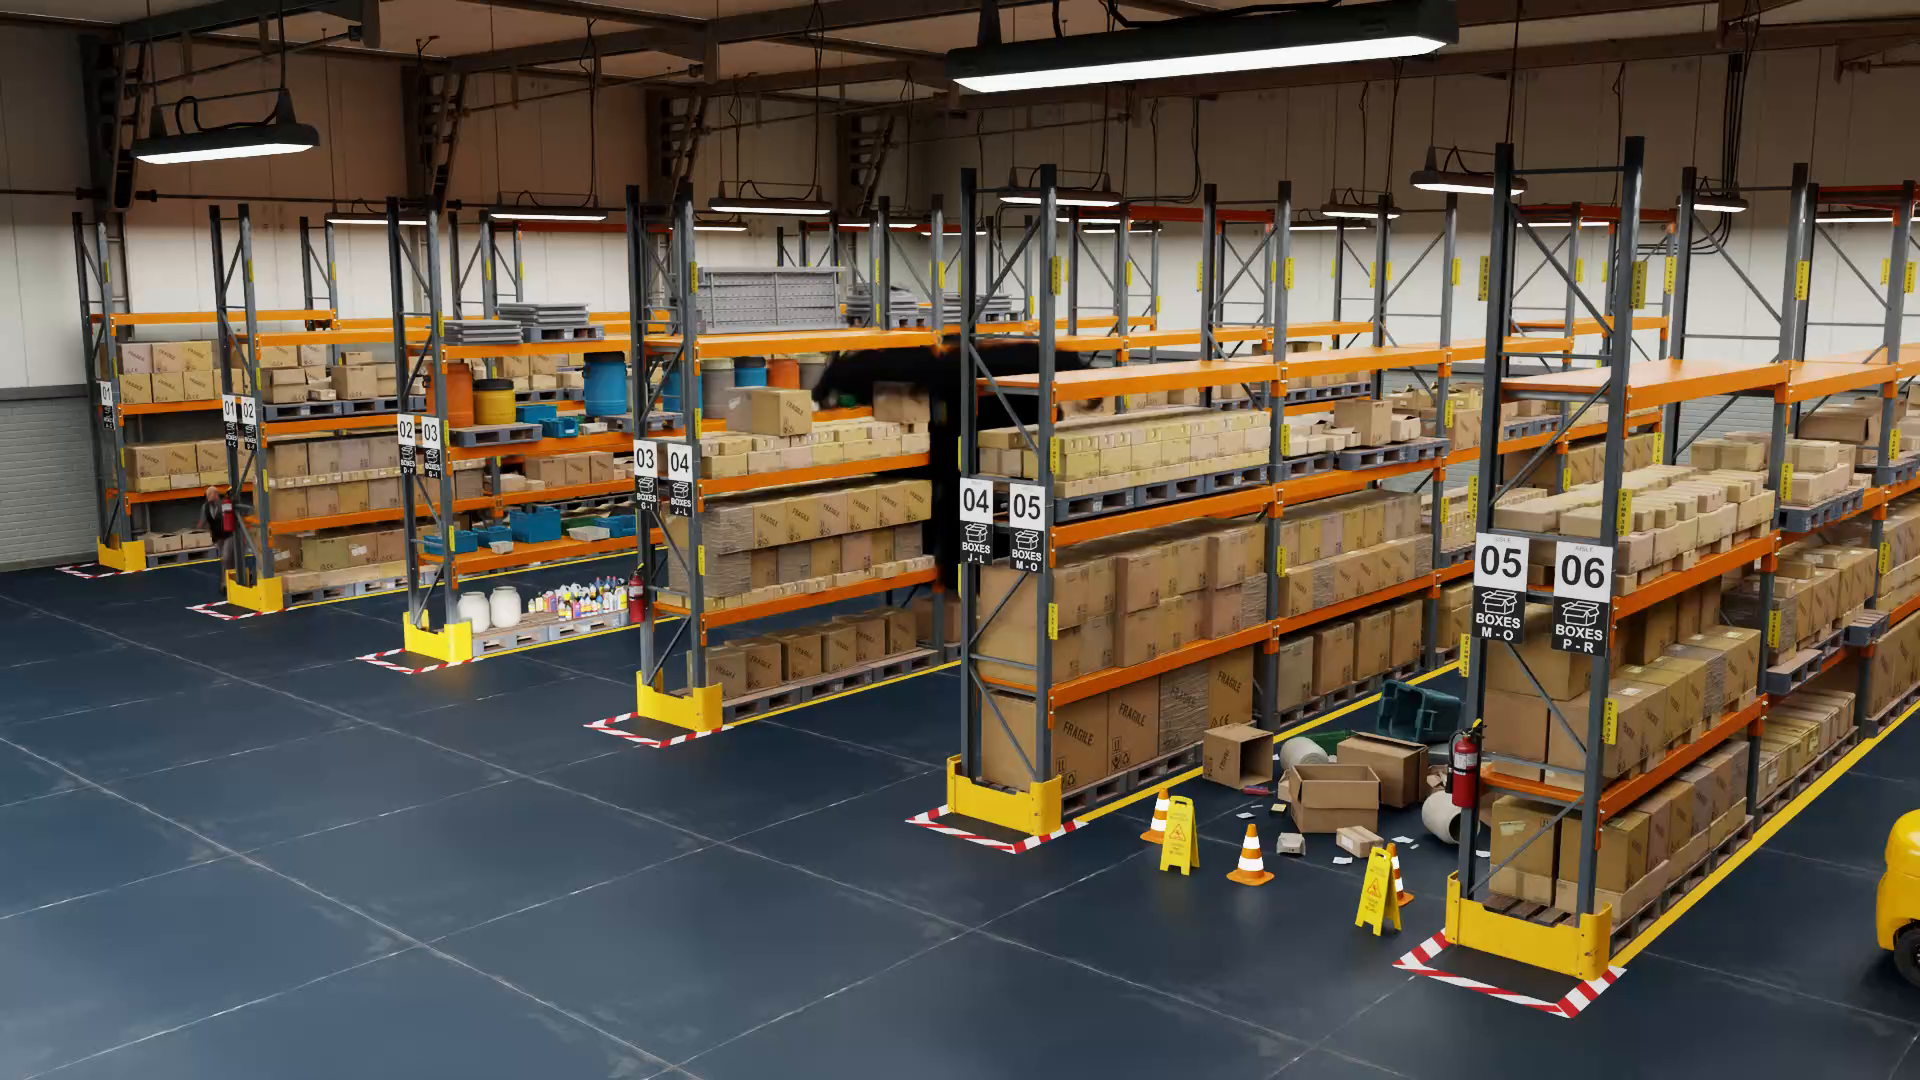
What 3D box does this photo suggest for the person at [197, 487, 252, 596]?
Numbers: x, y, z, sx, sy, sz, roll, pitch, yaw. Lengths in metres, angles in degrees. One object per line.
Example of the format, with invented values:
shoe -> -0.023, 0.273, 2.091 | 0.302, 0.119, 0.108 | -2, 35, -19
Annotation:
person -> -11.646, -0.022, 26.371 | 0.647, 1.709, 1.004 | 3, 10, 18

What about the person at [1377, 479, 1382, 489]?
person -> 6.928, -0.216, 27.697 | 0.510, 1.683, 0.787 | 6, 11, 33

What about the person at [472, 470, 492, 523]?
person -> -9.060, -0.762, 31.102 | 0.738, 1.588, 0.887 | 2, 10, 15
